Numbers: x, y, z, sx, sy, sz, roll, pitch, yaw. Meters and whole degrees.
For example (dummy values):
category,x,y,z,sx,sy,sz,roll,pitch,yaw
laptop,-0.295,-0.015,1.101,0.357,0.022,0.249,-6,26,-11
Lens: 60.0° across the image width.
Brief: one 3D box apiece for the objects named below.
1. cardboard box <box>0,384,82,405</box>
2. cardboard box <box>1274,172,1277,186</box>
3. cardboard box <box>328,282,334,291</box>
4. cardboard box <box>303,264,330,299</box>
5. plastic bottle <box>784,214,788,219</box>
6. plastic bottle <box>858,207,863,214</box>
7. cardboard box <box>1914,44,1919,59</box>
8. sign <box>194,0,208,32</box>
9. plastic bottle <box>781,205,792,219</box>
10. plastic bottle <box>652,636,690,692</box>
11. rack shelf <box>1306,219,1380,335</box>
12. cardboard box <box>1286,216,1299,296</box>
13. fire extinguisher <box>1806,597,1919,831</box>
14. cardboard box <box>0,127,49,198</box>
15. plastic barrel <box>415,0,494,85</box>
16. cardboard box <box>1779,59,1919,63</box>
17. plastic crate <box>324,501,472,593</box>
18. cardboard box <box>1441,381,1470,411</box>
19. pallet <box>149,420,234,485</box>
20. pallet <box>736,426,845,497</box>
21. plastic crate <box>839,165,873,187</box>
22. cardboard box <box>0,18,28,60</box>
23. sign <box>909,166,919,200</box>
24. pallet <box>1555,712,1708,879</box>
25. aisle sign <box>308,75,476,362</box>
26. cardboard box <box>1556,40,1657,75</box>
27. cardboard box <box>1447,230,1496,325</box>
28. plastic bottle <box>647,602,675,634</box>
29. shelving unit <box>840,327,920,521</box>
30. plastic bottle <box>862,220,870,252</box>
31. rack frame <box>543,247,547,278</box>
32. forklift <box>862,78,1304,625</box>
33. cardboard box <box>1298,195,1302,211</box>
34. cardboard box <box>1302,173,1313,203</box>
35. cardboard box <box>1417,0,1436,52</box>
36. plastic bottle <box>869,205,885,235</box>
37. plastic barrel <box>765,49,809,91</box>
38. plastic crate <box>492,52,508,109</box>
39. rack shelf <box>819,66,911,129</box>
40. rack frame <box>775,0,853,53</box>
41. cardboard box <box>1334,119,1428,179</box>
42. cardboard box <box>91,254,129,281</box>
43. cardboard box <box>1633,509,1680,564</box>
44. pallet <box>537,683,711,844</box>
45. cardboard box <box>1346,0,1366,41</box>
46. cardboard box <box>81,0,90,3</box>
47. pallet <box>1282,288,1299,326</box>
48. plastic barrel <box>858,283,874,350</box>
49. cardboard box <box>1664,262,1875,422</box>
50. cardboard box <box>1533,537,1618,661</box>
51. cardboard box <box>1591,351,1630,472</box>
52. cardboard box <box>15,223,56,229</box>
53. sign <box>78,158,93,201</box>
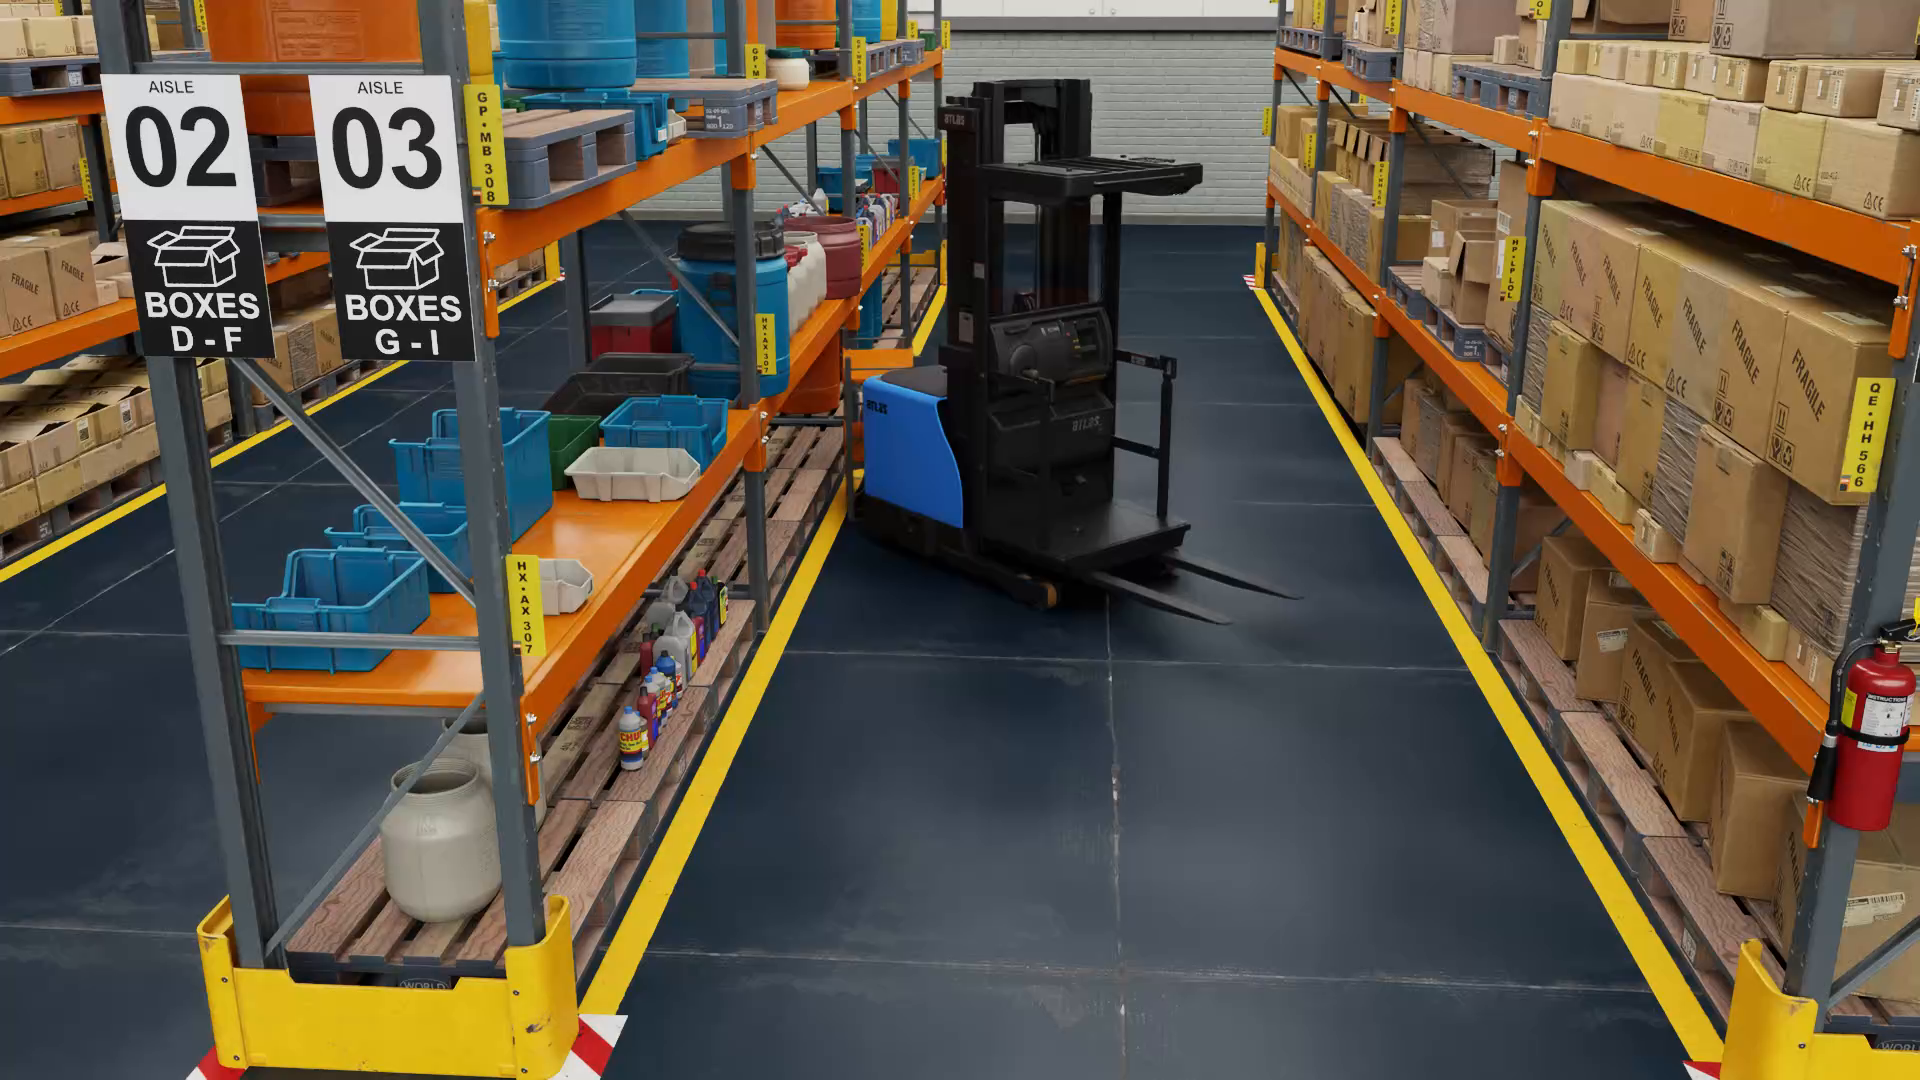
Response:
category,x,y,z,sx,sy,sz,roll,pitch,yaw
cardboard box,-6.631,-0.960,11.876,0.500,0.311,0.500,1,18,2
cardboard box,3.832,-4.159,19.202,0.380,0.149,0.250,1,18,3
cardboard box,-6.251,-2.231,16.222,0.500,0.500,0.500,2,18,5
cardboard box,-6.295,-2.443,15.664,0.500,0.250,0.500,1,18,4
plastic bottle,-1.524,-2.699,14.529,0.061,0.283,0.133,1,18,4
plastic bottle,-0.909,-2.903,15.172,0.097,0.271,0.097,0,18,0
cardboard box,3.450,-1.878,5.579,0.500,0.500,0.500,1,18,4
sign,-5.680,-3.972,12.453,0.100,0.325,0.005,1,18,4
plastic bottle,-1.531,-2.781,14.671,0.144,0.351,0.185,1,18,4
plastic bottle,-1.390,0.578,8.010,0.152,0.276,0.135,2,18,5
rack shelf,3.791,-2.335,14.388,1.077,0.370,4.000,1,18,4
cardboard box,4.190,-3.247,18.754,0.875,0.875,0.875,1,18,4
fire extinguisher,2.606,0.491,4.732,0.296,0.674,0.183,1,18,4
cardboard box,-10.774,-4.167,18.342,0.980,0.700,0.700,1,18,3
plastic barrel,-1.911,-1.753,5.662,0.600,0.588,0.600,0,18,0
cardboard box,2.965,-1.526,5.547,0.380,0.149,0.250,2,18,5
plastic crate,-2.076,0.025,6.268,0.499,0.251,0.408,1,18,4
cardboard box,3.602,-1.060,11.444,0.500,0.250,0.500,3,18,10
pallet,-6.331,-0.698,12.715,1.003,0.211,1.213,1,18,4
pallet,-1.387,-0.602,12.420,1.003,0.211,1.213,1,18,4
plastic crate,-1.159,-4.122,18.858,0.416,0.233,0.300,1,18,4
cardboard box,-6.321,-3.182,10.566,0.500,0.250,0.500,0,18,-1
sign,-0.457,-3.528,16.427,0.100,0.325,0.005,1,18,4
pallet,3.263,1.101,7.225,1.003,0.211,1.213,1,18,4
aisle sign,-1.579,-0.888,4.642,0.394,0.787,0.004,1,18,4
cardboard box,3.030,-2.263,7.796,0.380,0.149,0.250,1,18,2
cardboard box,3.393,-1.603,10.157,0.797,0.503,0.637,3,18,10
plastic bottle,-1.501,0.432,8.456,0.152,0.276,0.135,1,18,4
shelving unit,-0.556,-0.836,11.666,0.538,1.125,1.048,-1,18,-4
plastic bottle,-0.811,-2.596,14.216,0.061,0.283,0.133,1,18,4
rack frame,-5.659,-4.763,20.641,1.000,3.000,0.127,1,18,4
forklift,0.689,-1.160,9.757,1.130,2.935,3.031,-15,23,-38
cardboard box,3.666,-3.441,17.009,0.380,0.149,0.250,1,18,3
cardboard box,3.704,-3.511,16.585,0.500,0.250,0.500,1,18,3
cardboard box,3.317,-3.469,10.911,0.500,0.500,0.500,1,18,4
plastic bottle,-0.774,-2.950,15.308,0.152,0.276,0.135,1,18,4
plastic barrel,-1.151,-3.126,11.051,0.301,0.262,0.301,0,18,0
plastic crate,-2.030,-1.699,6.498,0.392,0.384,0.575,1,18,4
rack shelf,-1.149,-3.871,14.258,1.077,0.370,4.000,1,18,4
rack frame,-1.292,-5.017,11.784,1.000,3.000,0.127,1,18,4
cardboard box,3.897,-3.624,15.394,0.797,0.503,0.637,1,18,2
cardboard box,-6.490,-1.962,12.238,0.500,0.311,0.500,1,18,3
cardboard box,2.892,-0.013,6.550,0.380,0.149,0.250,1,18,4
pallet,-1.754,0.988,7.567,1.003,0.211,1.213,1,18,4
cardboard box,3.903,-4.790,15.073,0.700,0.500,0.500,2,18,5
cardboard box,-10.428,-6.441,19.148,0.500,0.500,0.500,2,18,6
pallet,4.152,-2.587,18.481,1.003,0.211,1.213,1,18,4
plastic barrel,-1.112,-2.223,15.585,0.600,0.901,0.708,1,18,4
cardboard box,2.936,-0.722,6.066,0.500,0.500,0.500,1,18,4
cardboard box,3.292,0.298,8.536,0.500,0.500,0.500,1,18,2
cardboard box,3.261,-0.552,7.152,0.875,0.500,0.500,1,18,4
cardboard box,-10.831,-3.622,19.458,0.380,0.149,0.250,1,18,4
sign,-6.775,-2.800,12.919,0.100,0.325,0.005,1,18,4
